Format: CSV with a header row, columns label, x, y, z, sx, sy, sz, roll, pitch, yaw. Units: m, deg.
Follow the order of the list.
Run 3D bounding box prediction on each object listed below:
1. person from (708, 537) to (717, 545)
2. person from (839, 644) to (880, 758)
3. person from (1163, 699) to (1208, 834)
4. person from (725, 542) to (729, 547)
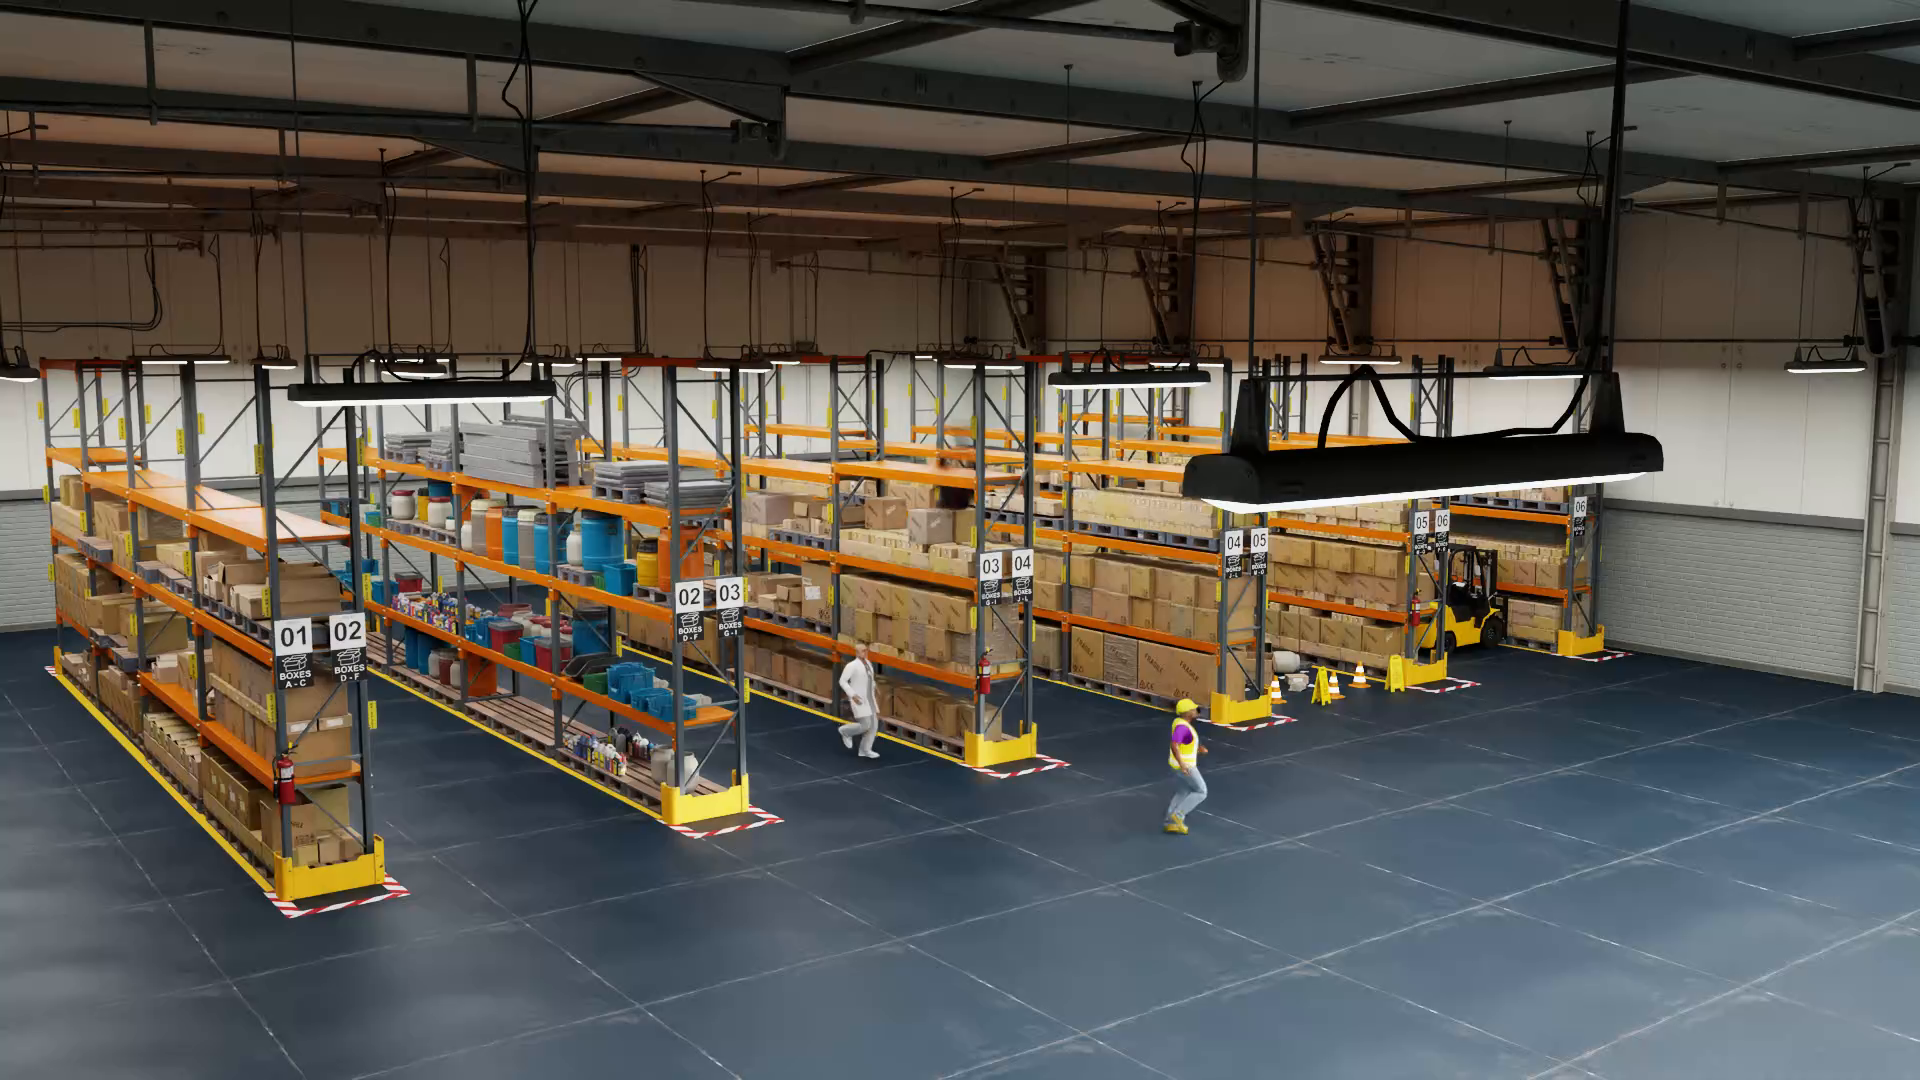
label,x,y,z,sx,sy,sz,roll,pitch,yaw
person,-6.076,0.639,40.654,0.678,1.705,0.671,3,8,24
person,-1.516,2.436,25.321,0.702,1.734,0.726,5,8,34
person,2.929,2.898,21.410,0.612,1.733,0.704,-1,7,-7
person,-5.508,0.874,38.614,0.564,1.633,0.814,-4,8,-28
